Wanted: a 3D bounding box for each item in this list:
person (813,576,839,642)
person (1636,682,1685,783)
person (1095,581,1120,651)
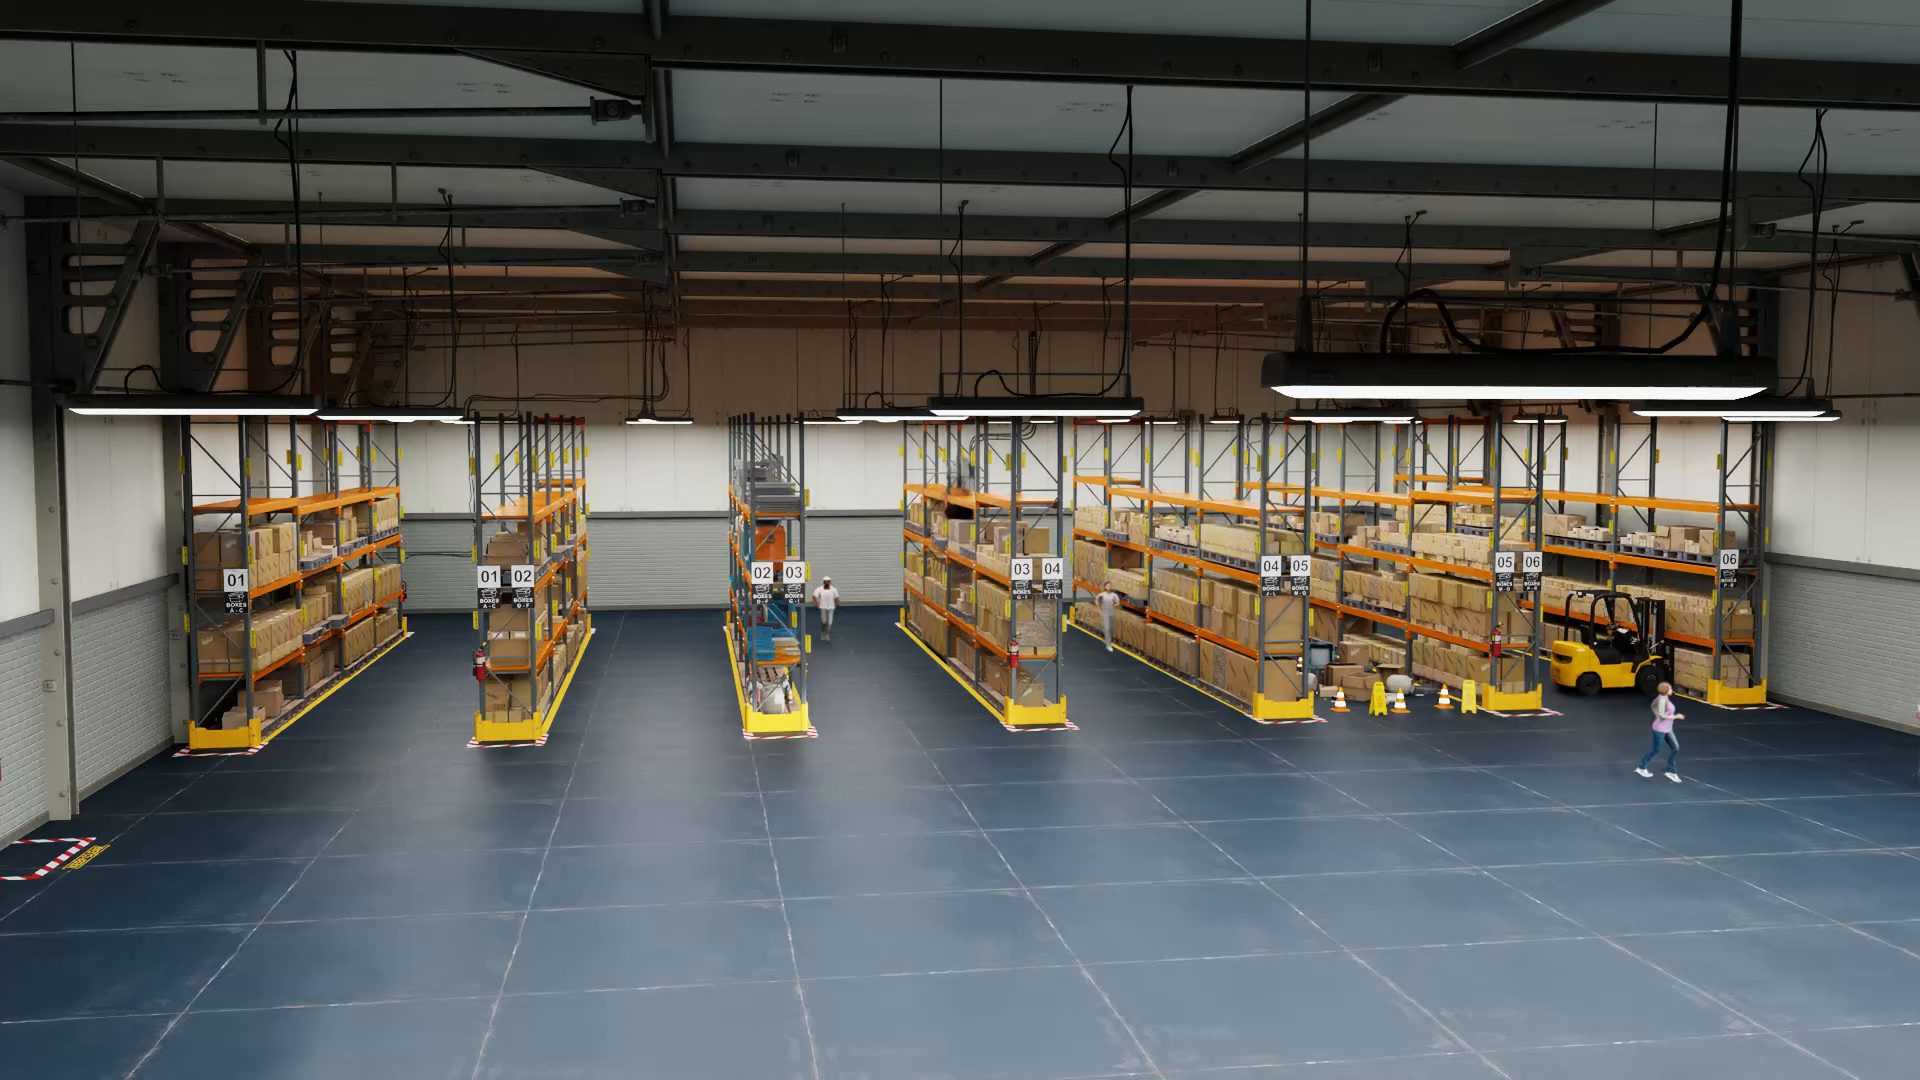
[{"bbox_3d":[-3.540,1.841,44.269,0.684,1.740,0.618,-1,4,-15],"label":"person"},{"bbox_3d":[11.294,3.096,26.794,0.729,1.637,0.525,3,5,38],"label":"person"},{"bbox_3d":[3.603,1.850,40.332,0.570,1.693,0.897,-1,4,-11],"label":"person"}]
